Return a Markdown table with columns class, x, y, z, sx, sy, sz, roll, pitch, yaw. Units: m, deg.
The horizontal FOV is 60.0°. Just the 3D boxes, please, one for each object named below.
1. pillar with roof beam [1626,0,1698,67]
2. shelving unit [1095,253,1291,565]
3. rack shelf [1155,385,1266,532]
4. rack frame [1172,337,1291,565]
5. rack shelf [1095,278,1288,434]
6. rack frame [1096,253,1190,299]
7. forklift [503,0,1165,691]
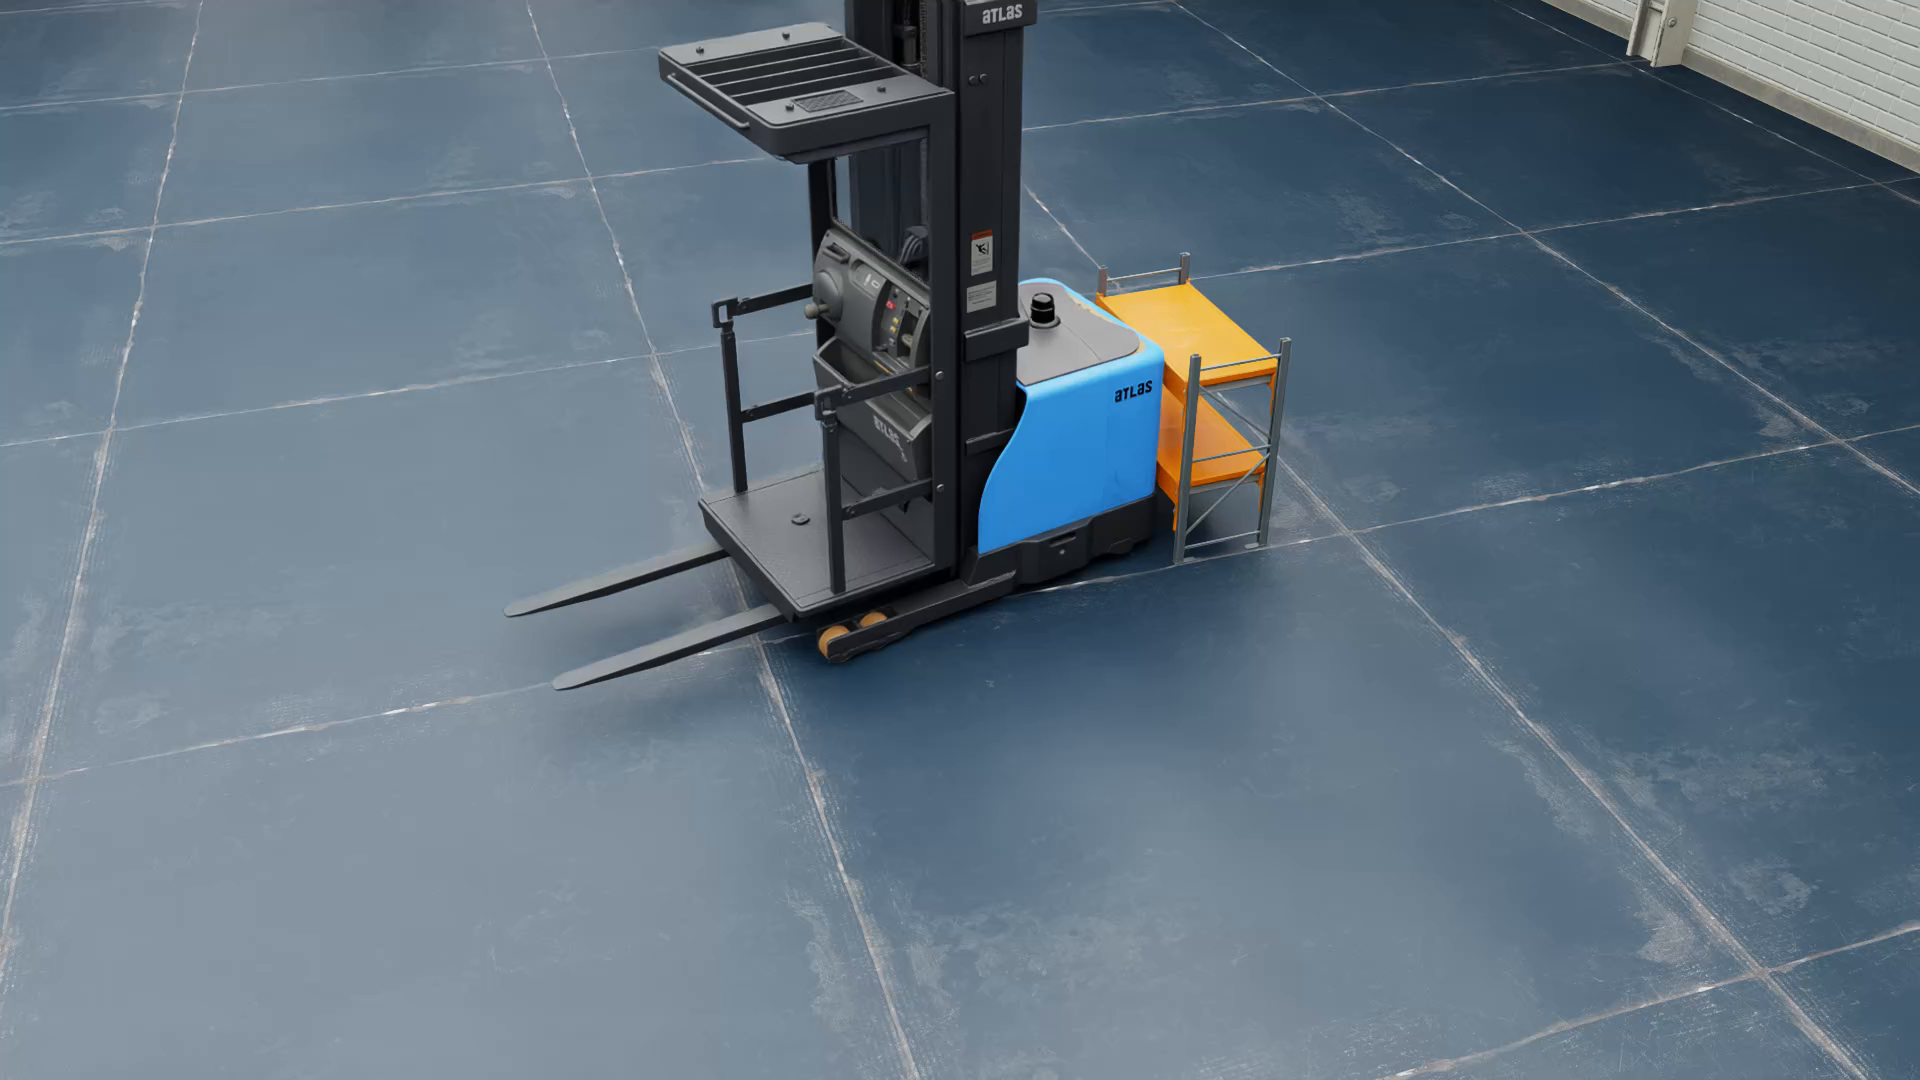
| class | x | y | z | sx | sy | sz | roll | pitch | yaw |
| --- | --- | --- | --- | --- | --- | --- | --- | --- | --- |
| pillar with roof beam | 2.031 | -7.279 | 11.103 | 9.100 | 9.000 | 0.400 | -10 | 35 | -15 |
| shelving unit | 1.098 | -0.666 | 8.238 | 0.538 | 1.125 | 1.048 | -11 | 35 | -17 |
| rack shelf | 1.098 | -0.462 | 8.373 | 0.538 | 0.278 | 1.000 | -11 | 35 | -17 |
| rack frame | 1.274 | -0.403 | 7.840 | 0.500 | 1.125 | 0.032 | -11 | 35 | -17 |
| rack shelf | 1.098 | -0.911 | 8.077 | 0.538 | 0.278 | 1.000 | -11 | 35 | -17 |
| rack frame | 0.922 | -0.929 | 8.636 | 0.500 | 1.125 | 0.032 | -11 | 35 | -17 |
| forklift | -0.566 | -1.007 | 7.115 | 3.031 | 2.935 | 1.130 | -19 | 38 | -26 |
